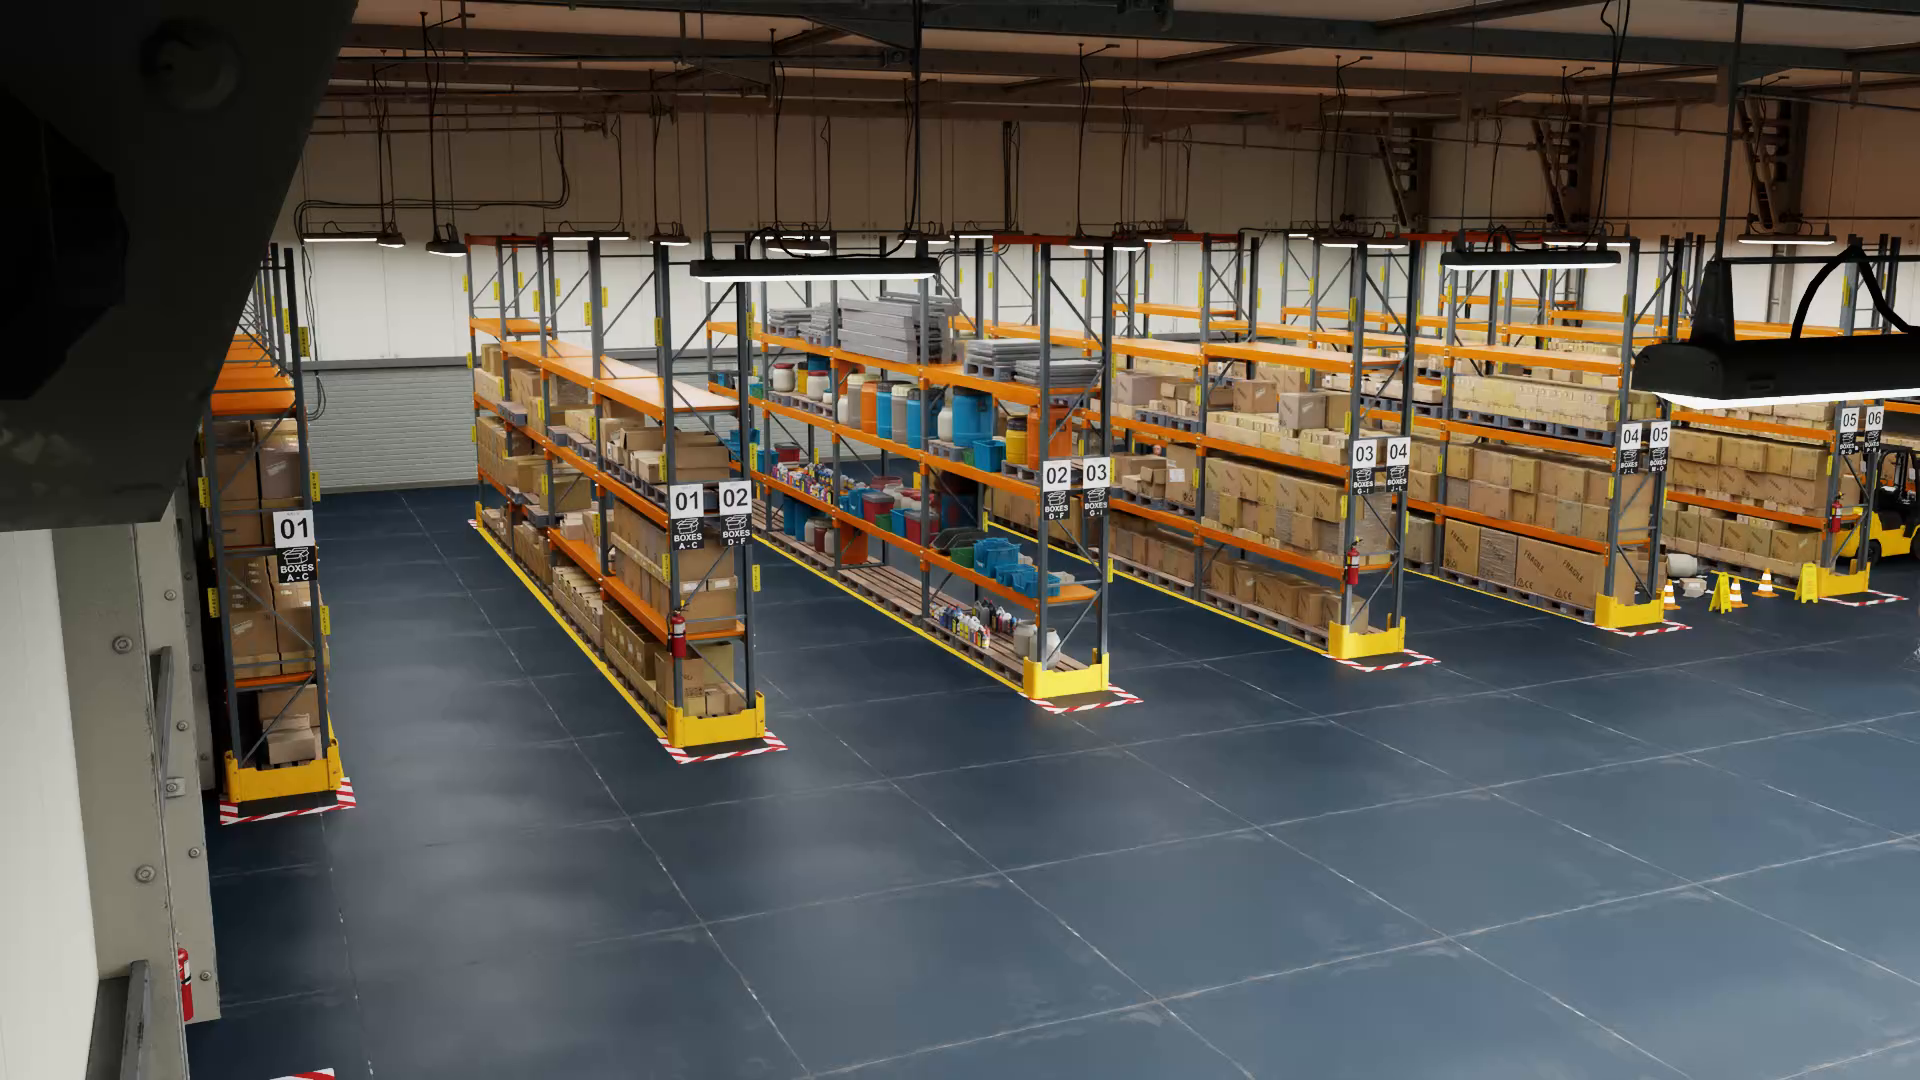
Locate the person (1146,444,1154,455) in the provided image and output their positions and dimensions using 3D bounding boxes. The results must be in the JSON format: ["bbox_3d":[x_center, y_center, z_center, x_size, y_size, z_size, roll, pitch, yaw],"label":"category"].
[{"bbox_3d":[4.743,-2.415,41.590,0.583,1.553,0.562,3,11,14],"label":"person"}]

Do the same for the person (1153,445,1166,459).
[{"bbox_3d":[4.069,-1.143,34.571,0.660,1.678,0.625,-7,13,-31],"label":"person"}]
